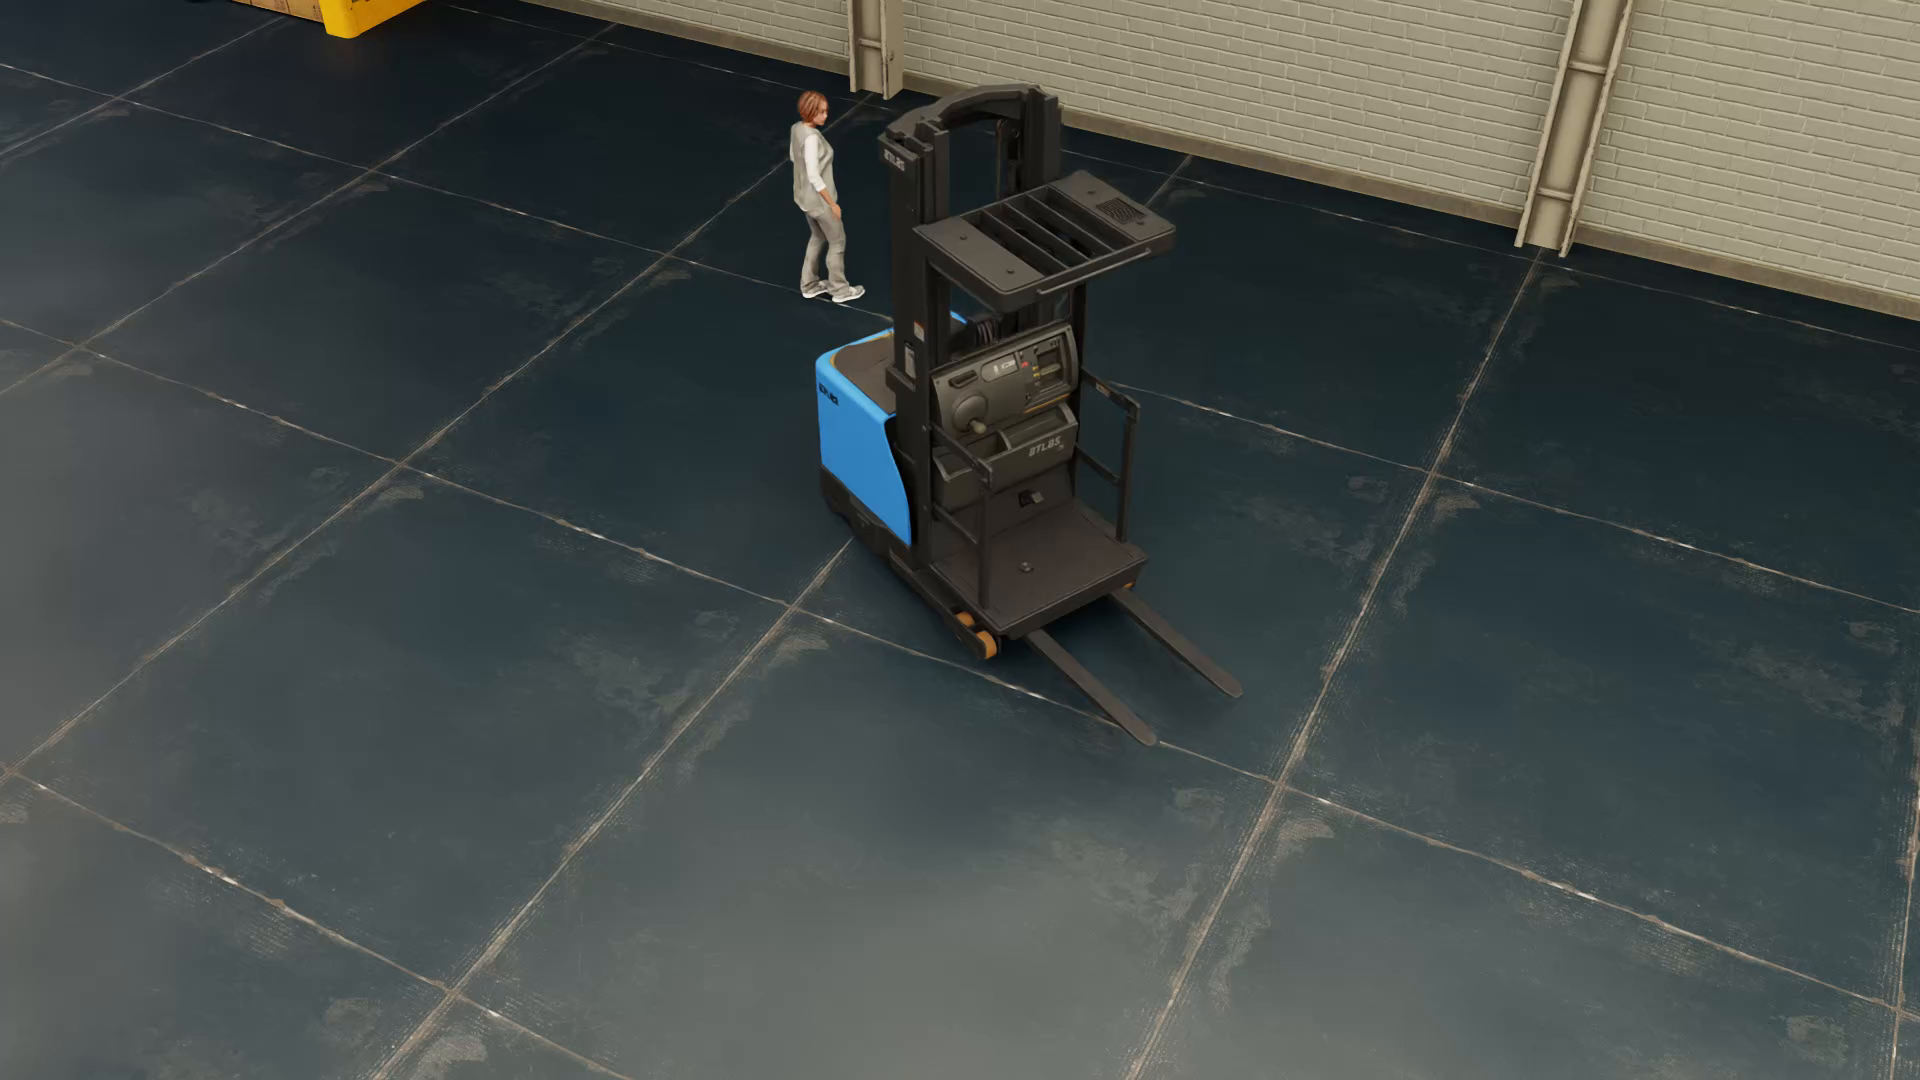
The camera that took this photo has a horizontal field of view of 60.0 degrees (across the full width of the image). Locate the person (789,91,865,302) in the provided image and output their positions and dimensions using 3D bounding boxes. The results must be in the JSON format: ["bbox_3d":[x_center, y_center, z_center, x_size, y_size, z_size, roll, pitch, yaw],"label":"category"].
[{"bbox_3d":[-0.976,-2.462,11.956,0.455,1.589,0.610,-20,44,-22],"label":"person"}]

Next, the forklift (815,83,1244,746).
[{"bbox_3d":[0.380,-0.798,8.934,1.130,2.935,3.031,-25,46,-26],"label":"forklift"}]
